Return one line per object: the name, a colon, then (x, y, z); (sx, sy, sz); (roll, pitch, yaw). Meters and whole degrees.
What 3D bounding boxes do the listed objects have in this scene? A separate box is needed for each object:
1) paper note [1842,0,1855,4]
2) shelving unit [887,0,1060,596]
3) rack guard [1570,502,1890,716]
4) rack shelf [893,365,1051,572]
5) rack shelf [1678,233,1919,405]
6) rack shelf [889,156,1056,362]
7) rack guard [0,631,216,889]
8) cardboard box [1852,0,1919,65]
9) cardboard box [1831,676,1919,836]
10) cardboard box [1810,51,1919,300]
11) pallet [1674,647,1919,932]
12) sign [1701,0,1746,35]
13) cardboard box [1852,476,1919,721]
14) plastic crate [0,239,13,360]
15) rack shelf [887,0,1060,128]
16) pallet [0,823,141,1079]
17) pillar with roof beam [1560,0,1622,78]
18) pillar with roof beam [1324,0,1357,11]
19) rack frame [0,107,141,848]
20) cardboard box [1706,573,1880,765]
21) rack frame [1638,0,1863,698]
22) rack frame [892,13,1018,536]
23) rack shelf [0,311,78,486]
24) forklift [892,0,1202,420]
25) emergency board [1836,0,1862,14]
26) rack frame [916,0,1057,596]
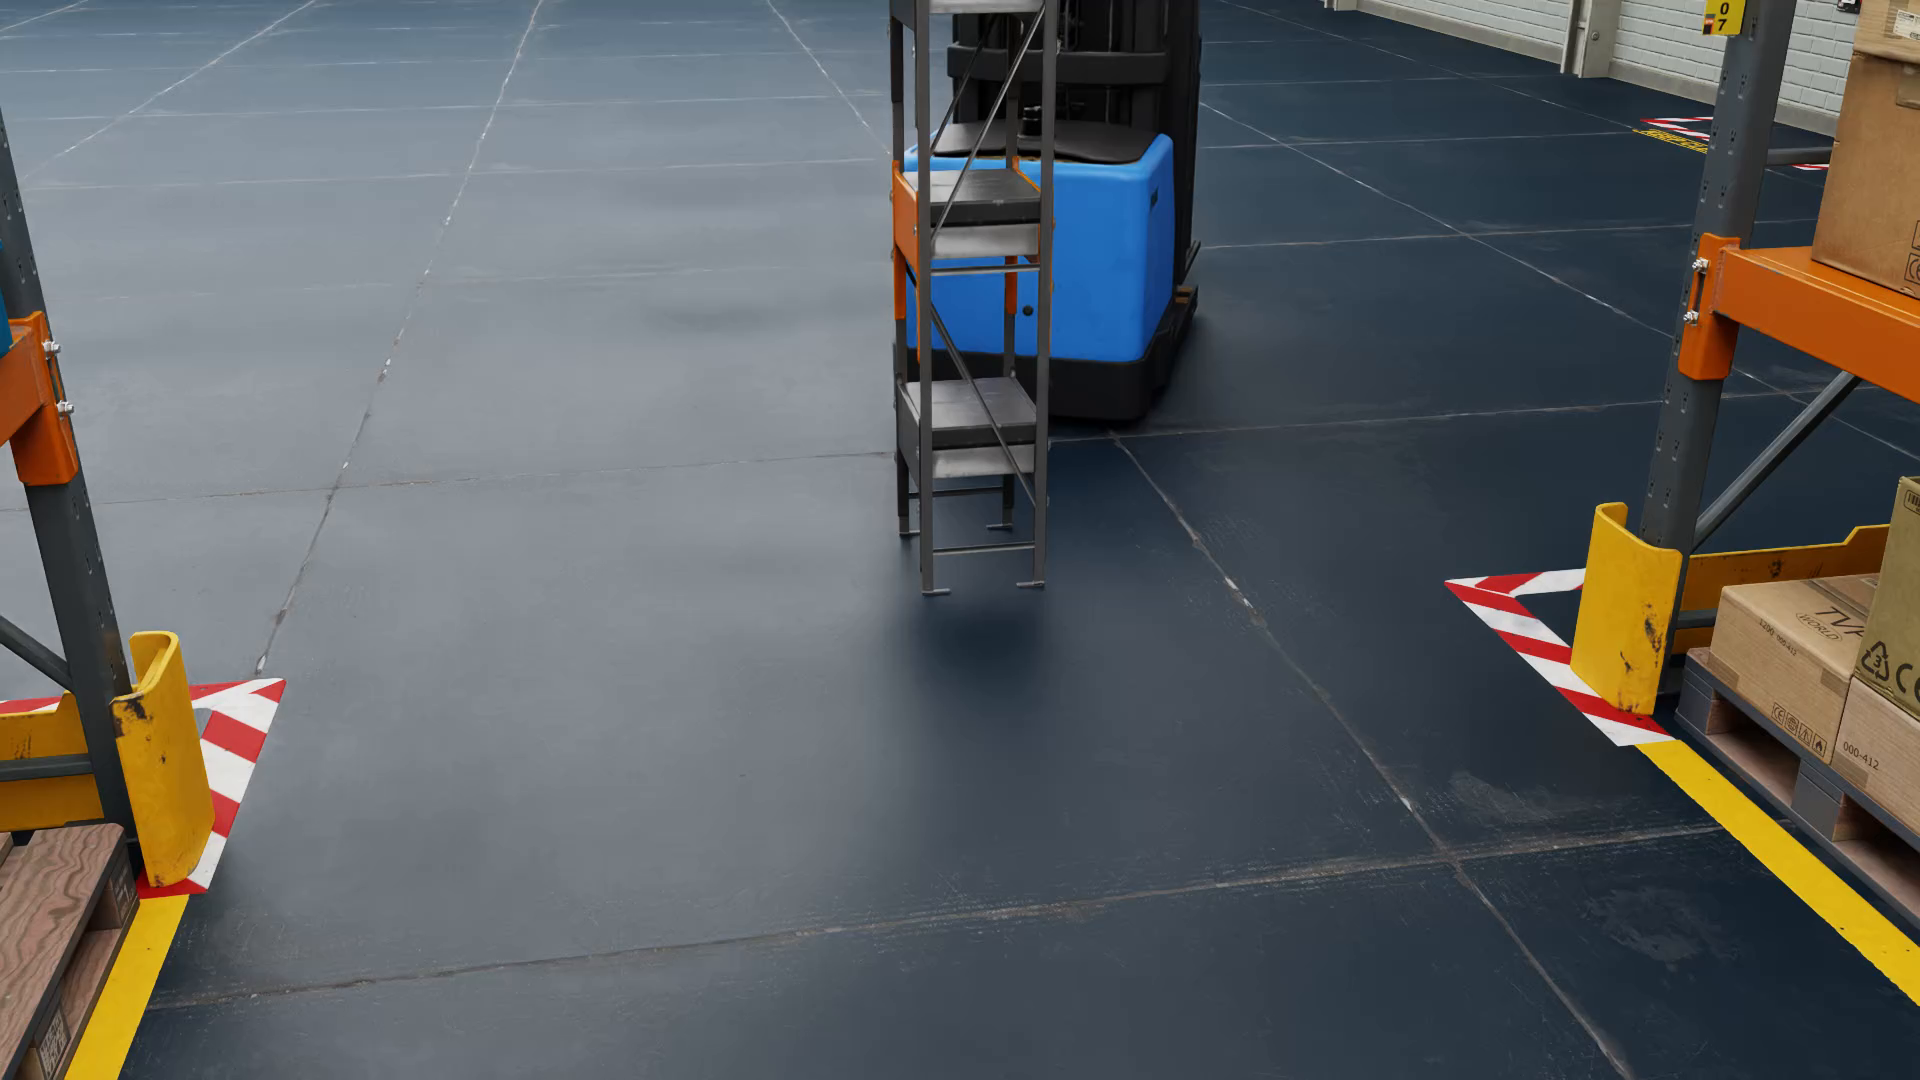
paper note: (6.747, -4.146, 12.595); (0.016, 0.148, 0.142); (-4, 24, -10)
shelving unit: (0.031, -0.897, 5.181); (0.431, 2.100, 0.503); (-4, 24, -10)
rack guard: (2.389, 0.153, 4.775); (1.175, 0.500, 0.348); (-4, 24, -10)
rack shelf: (0.031, -0.243, 5.466); (0.431, 0.518, 0.480); (-4, 24, -10)
rack shelf: (2.764, 0.134, 2.595); (1.077, 0.370, 4.000); (-4, 24, -10)
rack shelf: (0.031, -0.885, 5.186); (0.431, 0.518, 0.480); (-4, 24, -10)
rack guard: (-2.415, 0.554, 3.856); (1.175, 0.500, 0.348); (-4, 24, -10)
cardboard box: (2.255, -1.156, 3.713); (0.380, 0.149, 0.250); (-4, 24, -10)
cardboard box: (2.370, 0.509, 3.749); (0.500, 0.250, 0.500); (-4, 24, -10)
cardboard box: (2.468, -0.844, 3.810); (0.700, 0.500, 0.500); (-4, 24, -10)
pallet: (2.576, 0.593, 4.129); (1.003, 0.211, 1.213); (-4, 24, -10)
sign: (1.847, -1.377, 3.975); (0.100, 0.325, 0.005); (-4, 24, -10)
cardboard box: (2.369, 0.165, 3.598); (0.500, 0.500, 0.500); (-4, 24, -10)
plastic crate: (-2.088, -0.375, 3.046); (0.499, 0.251, 0.616); (-4, 24, -10)
rack shelf: (0.031, -1.526, 4.906); (0.431, 0.518, 0.480); (-4, 24, -10)
pallet: (-2.270, 1.007, 3.182); (1.003, 0.211, 1.213); (-4, 24, -10)
pillar with roof beam: (1.791, -8.290, 13.489); (9.100, 9.000, 0.400); (-4, 24, -10)
pillar with roof beam: (0.682, -10.650, 18.892); (9.100, 9.000, 0.400); (-4, 24, -10)
rack frame: (-2.475, -0.618, 3.417); (1.000, 3.000, 0.127); (-4, 24, -10)
cardboard box: (2.274, 0.312, 4.198); (0.500, 0.250, 0.500); (-4, 24, -10)
rack frame: (2.394, -0.983, 4.253); (1.000, 3.000, 0.127); (-4, 24, -10)
rack frame: (-0.015, -0.993, 5.400); (0.400, 2.100, 0.015); (-4, 24, -10)
rack shelf: (-2.105, 0.499, 1.759); (1.077, 0.370, 4.000); (-4, 24, -10)
forklift: (0.564, -2.385, 7.549); (1.130, 2.935, 3.031); (5, 24, 12)
emergency board: (6.712, -4.474, 12.247); (0.194, 1.169, 0.643); (-4, 24, -10)
rack frame: (0.076, -0.801, 4.961); (0.400, 2.100, 0.015); (-4, 24, -10)
